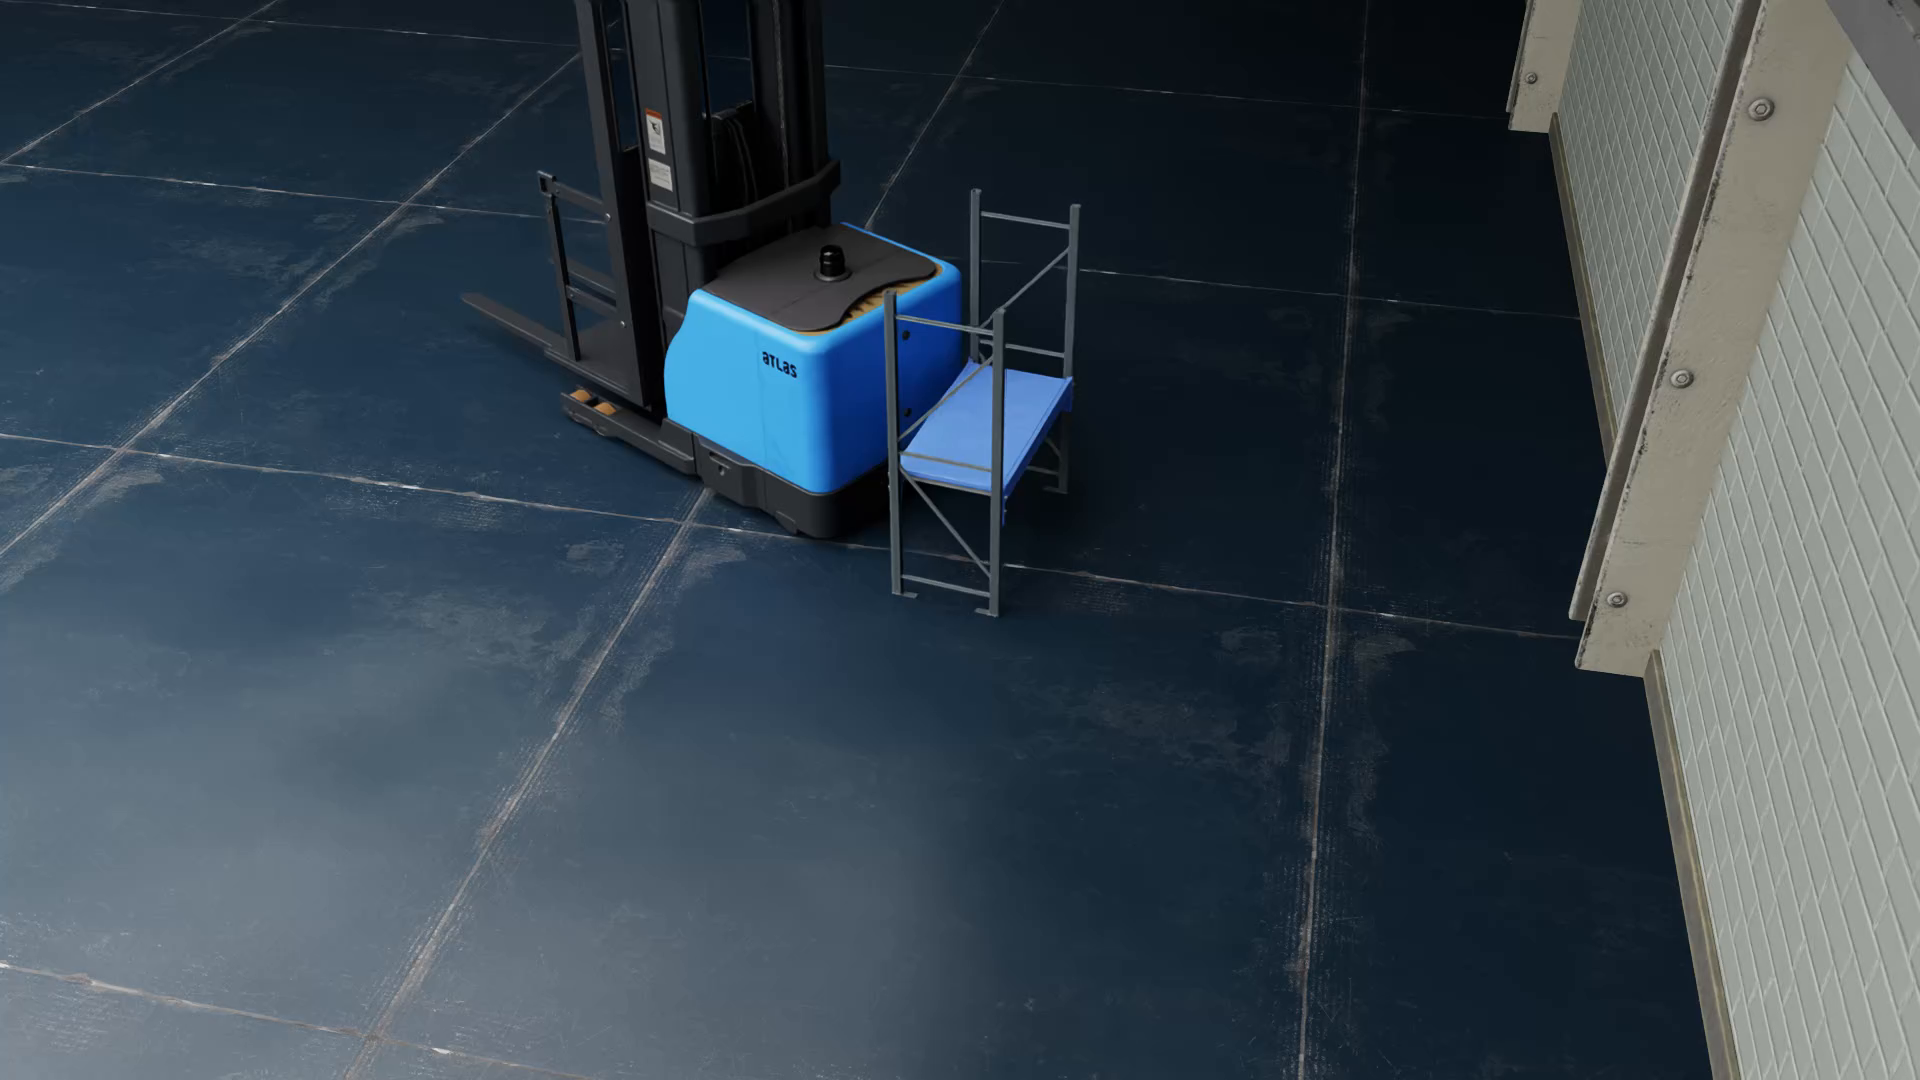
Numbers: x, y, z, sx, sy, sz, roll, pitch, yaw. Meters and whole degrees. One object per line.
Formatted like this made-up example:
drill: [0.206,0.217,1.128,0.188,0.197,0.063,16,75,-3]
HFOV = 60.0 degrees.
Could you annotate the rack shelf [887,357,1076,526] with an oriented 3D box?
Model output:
rack shelf: [0.113,-0.458,7.411,0.538,0.185,1.000,12,38,16]

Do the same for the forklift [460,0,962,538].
forklift: [-1.419,-1.926,7.910,3.031,2.935,1.130,27,44,32]

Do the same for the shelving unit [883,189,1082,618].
shelving unit: [0.113,-0.604,7.305,0.538,1.500,1.048,12,38,16]

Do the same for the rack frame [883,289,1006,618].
rack frame: [-0.061,-0.324,6.918,0.500,1.500,0.032,12,38,16]

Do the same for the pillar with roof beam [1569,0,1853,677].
pillar with roof beam: [-1.418,-3.737,5.239,9.100,9.000,0.400,7,37,10]

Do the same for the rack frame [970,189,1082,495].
rack frame: [0.286,-0.884,7.692,0.500,1.500,0.032,12,38,16]

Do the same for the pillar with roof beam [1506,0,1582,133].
pillar with roof beam: [-0.137,-7.177,9.985,9.100,9.000,0.400,7,37,10]
